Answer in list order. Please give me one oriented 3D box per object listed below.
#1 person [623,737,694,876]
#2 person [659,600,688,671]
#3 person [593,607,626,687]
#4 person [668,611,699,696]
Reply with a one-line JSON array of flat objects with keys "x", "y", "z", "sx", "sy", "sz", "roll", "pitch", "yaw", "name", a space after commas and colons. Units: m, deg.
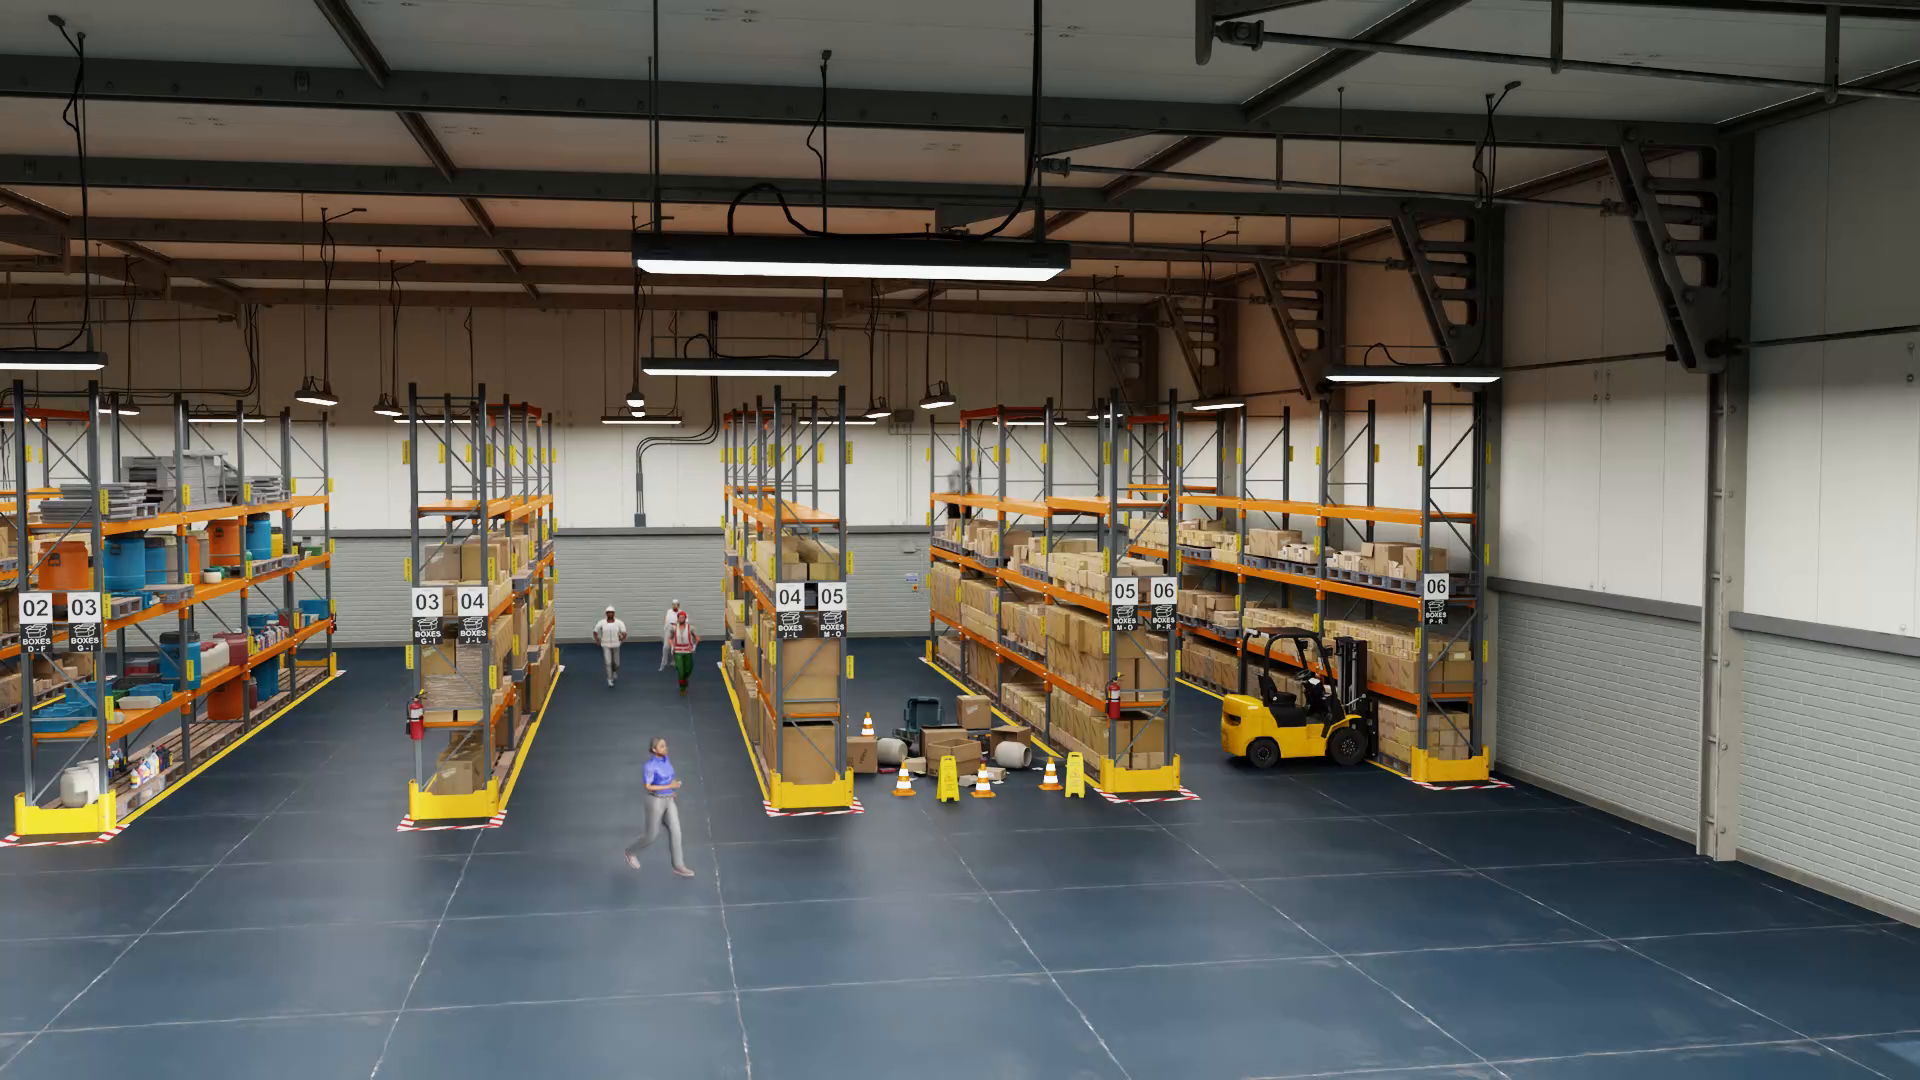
[{"x": -3.578, "y": 3.161, "z": 19.785, "sx": 0.931, "sy": 1.627, "sz": 0.580, "roll": 1, "pitch": 3, "yaw": 27, "name": "person"}, {"x": -6.677, "y": 2.222, "z": 39.001, "sx": 0.636, "sy": 1.645, "sz": 0.890, "roll": 0, "pitch": 3, "yaw": 9, "name": "person"}, {"x": -13.107, "y": -0.469, "z": 19.138, "sx": 21.065, "sy": 8.994, "sz": 29.840, "roll": -1, "pitch": 3, "yaw": -17, "name": "person"}, {"x": -5.797, "y": 2.368, "z": 34.879, "sx": 0.657, "sy": 1.757, "sz": 0.646, "roll": 0, "pitch": 3, "yaw": -6, "name": "person"}]
